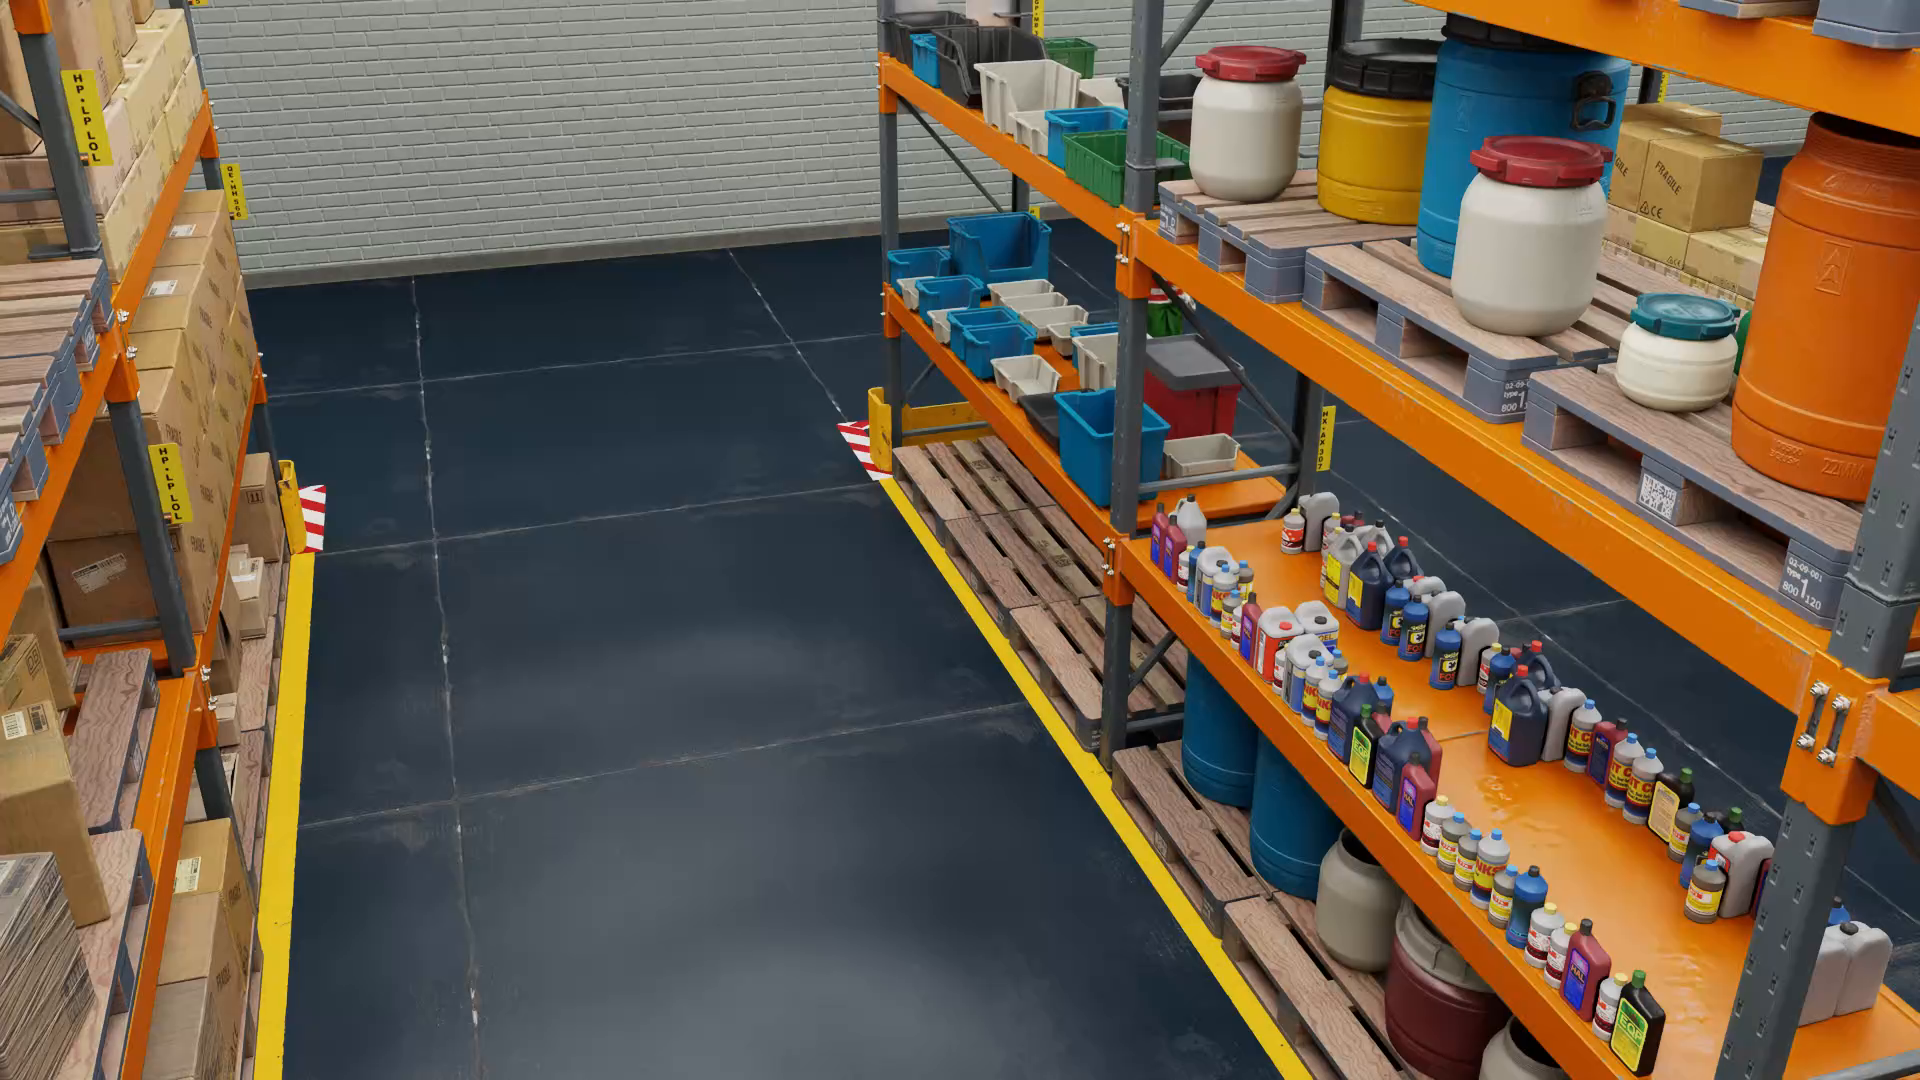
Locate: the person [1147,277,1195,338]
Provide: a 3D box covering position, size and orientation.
[{"bbox_3d":[1.435,-1.764,12.155,0.628,1.773,0.544,-17,31,-31],"label":"person"}]
